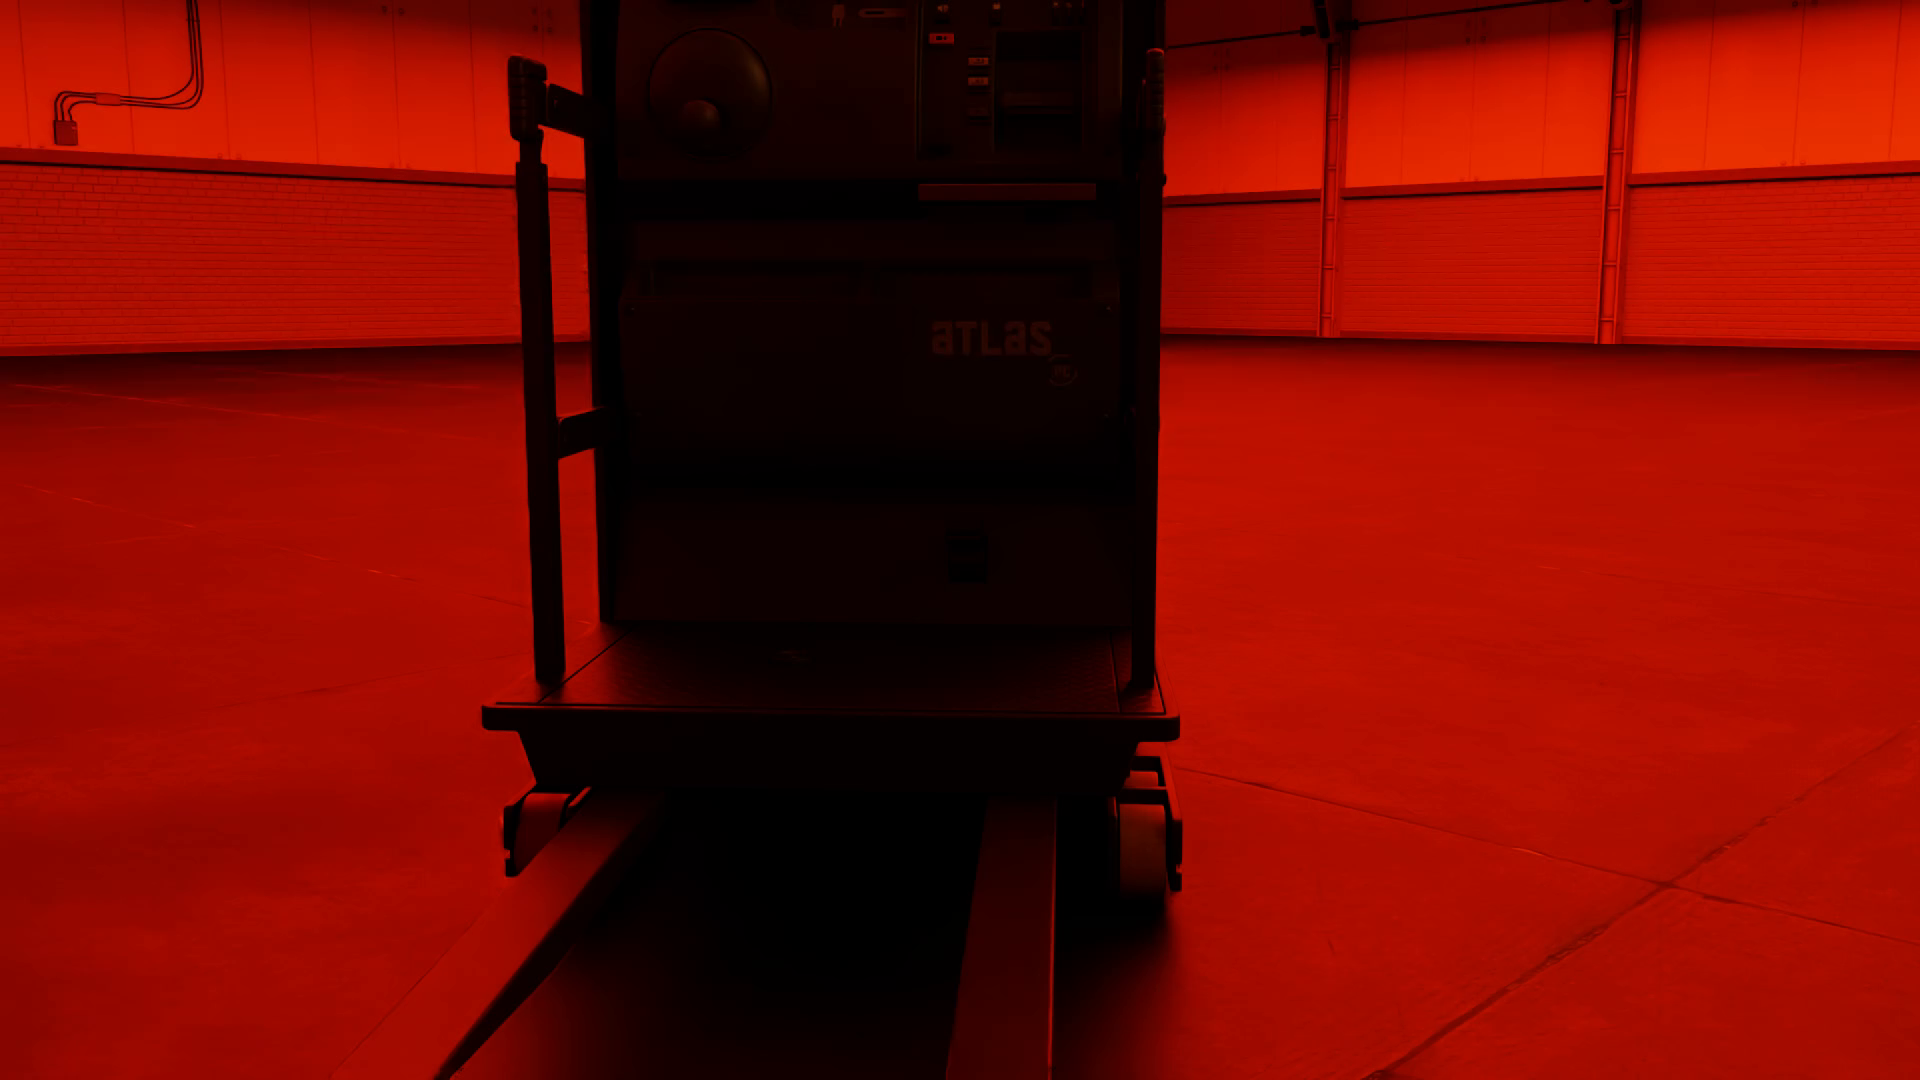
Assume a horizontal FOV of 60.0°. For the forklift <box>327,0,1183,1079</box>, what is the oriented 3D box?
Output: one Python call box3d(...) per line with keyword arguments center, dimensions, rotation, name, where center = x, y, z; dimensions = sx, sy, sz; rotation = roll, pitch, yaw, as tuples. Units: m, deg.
box3d(center=(-0.178, -0.901, 2.856), dimensions=(1.130, 2.935, 3.031), rotation=(1, 9, 4), name="forklift")
